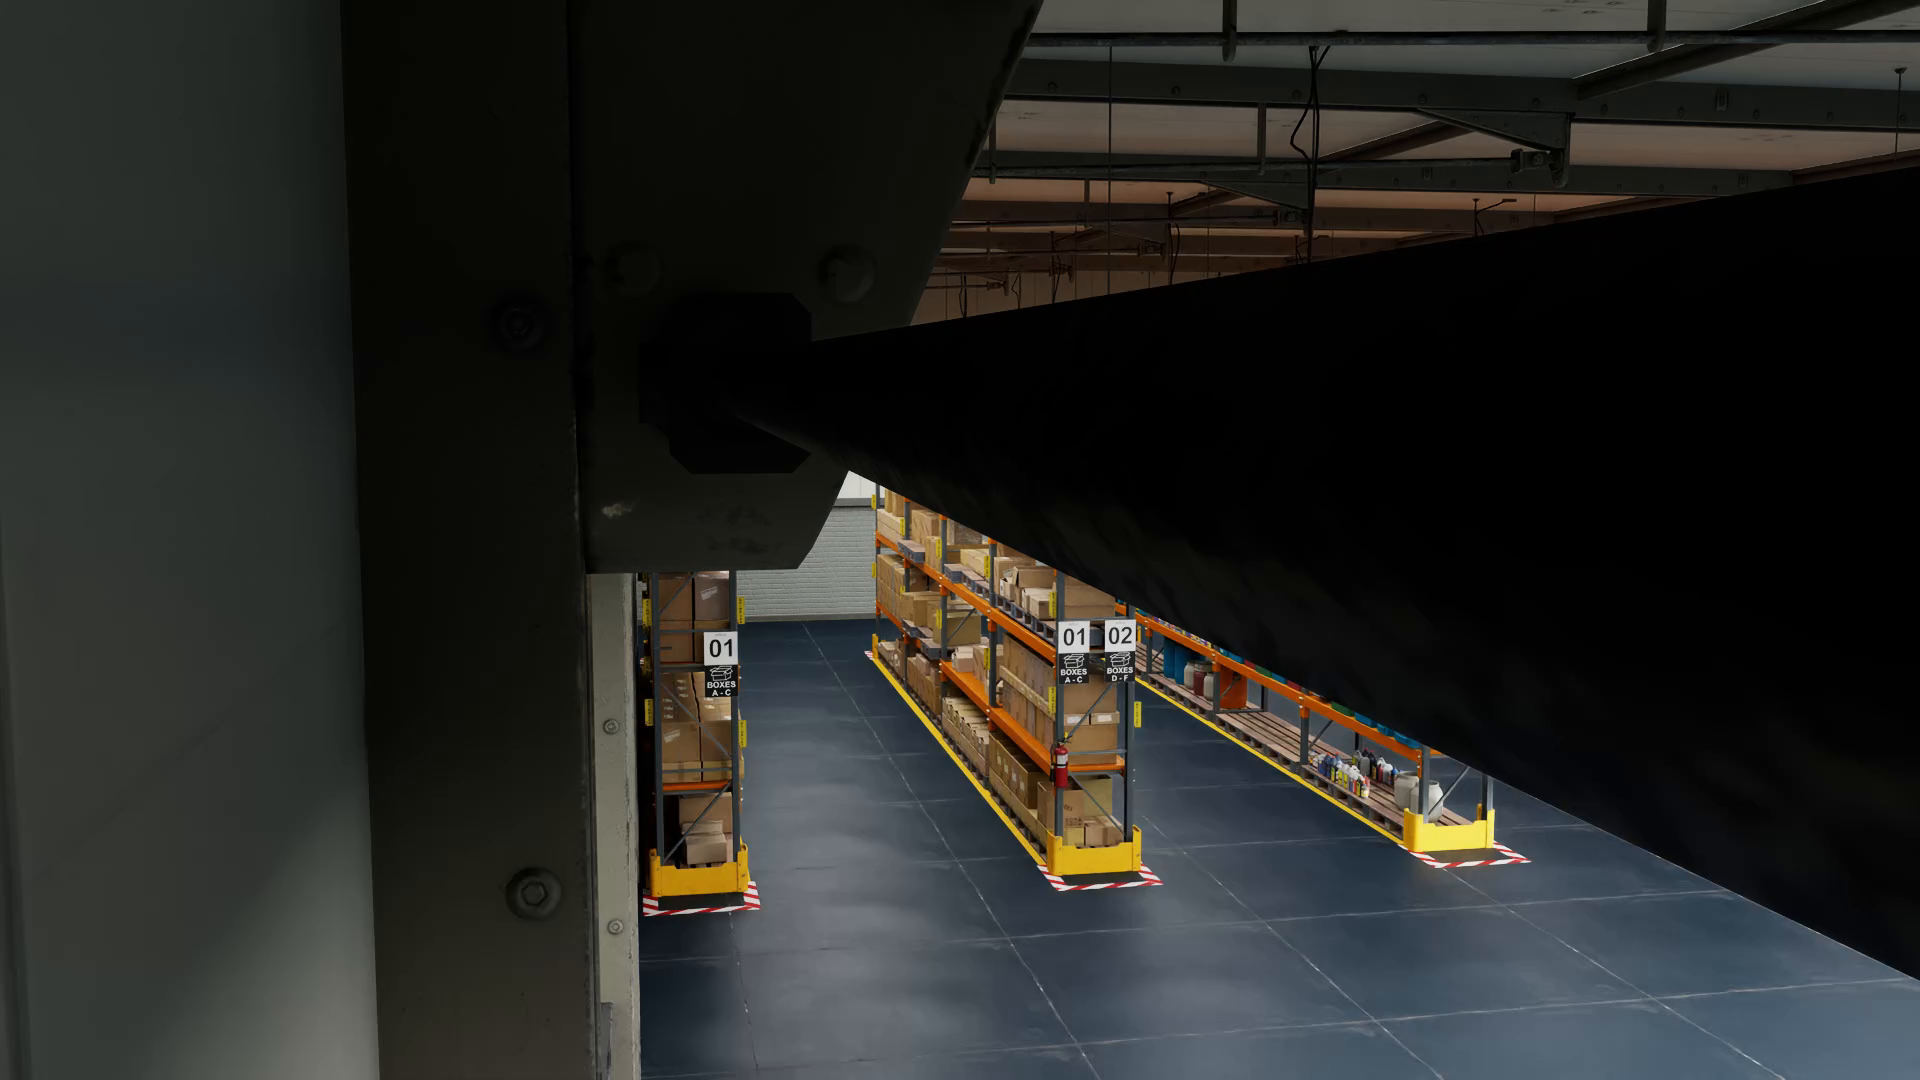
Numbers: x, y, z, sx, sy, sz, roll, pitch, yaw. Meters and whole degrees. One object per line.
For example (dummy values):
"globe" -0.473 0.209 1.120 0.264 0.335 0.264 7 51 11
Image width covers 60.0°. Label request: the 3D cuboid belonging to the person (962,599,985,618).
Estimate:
"person" 0.224 1.838 36.377 0.653 1.631 0.952 -2 6 -18
